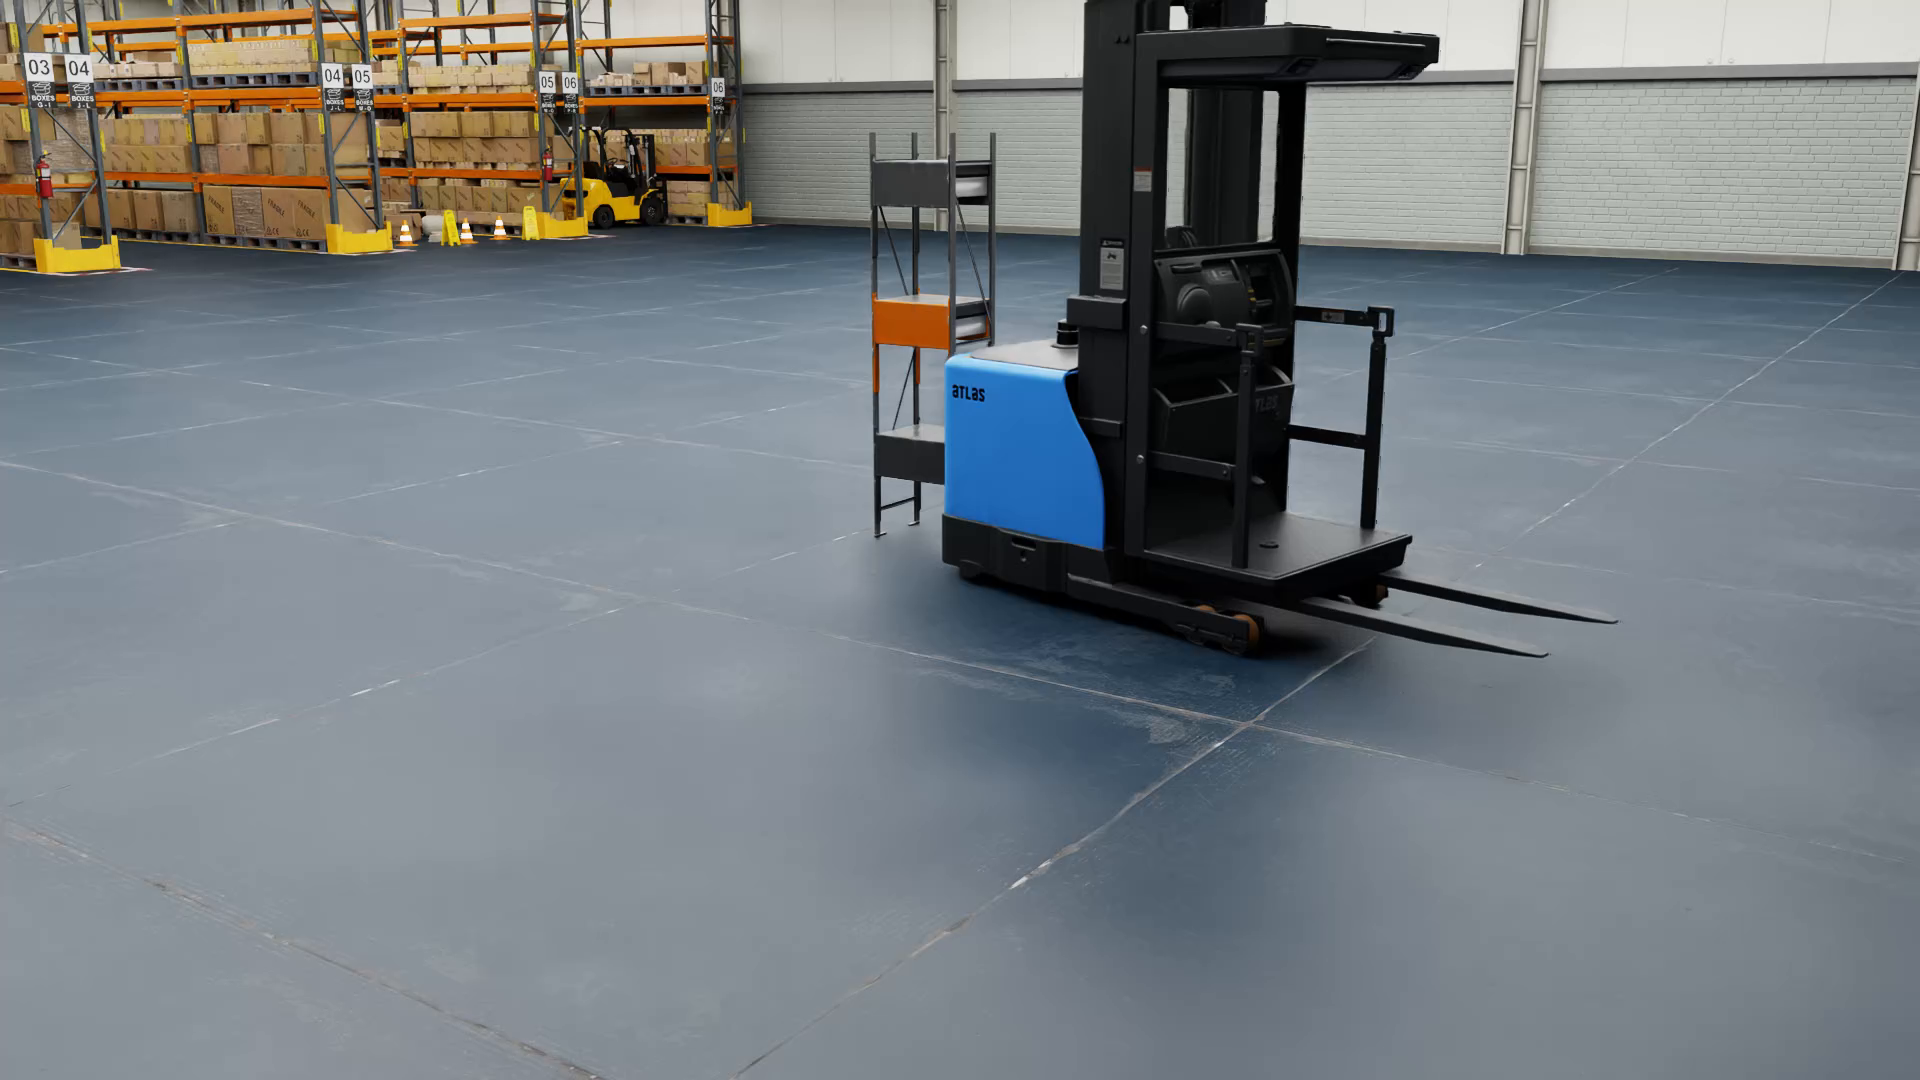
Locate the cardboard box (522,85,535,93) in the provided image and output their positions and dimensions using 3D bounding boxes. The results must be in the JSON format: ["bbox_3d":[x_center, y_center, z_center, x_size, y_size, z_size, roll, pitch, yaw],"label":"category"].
[{"bbox_3d":[-8.432,-8.911,32.860,0.250,0.149,0.380,9,17,33],"label":"cardboard box"}]

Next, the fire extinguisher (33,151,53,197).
[{"bbox_3d":[-13.673,-5.464,24.816,0.183,0.674,0.296,9,17,33],"label":"fire extinguisher"}]

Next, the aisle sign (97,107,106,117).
[{"bbox_3d":[-21.477,-10.945,41.383,0.004,0.787,0.394,9,17,33],"label":"aisle sign"}]

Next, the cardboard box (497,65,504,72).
[{"bbox_3d":[-9.021,-9.410,33.214,0.250,0.149,0.380,9,17,33],"label":"cardboard box"}]

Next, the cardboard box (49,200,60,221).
[{"bbox_3d":[-18.417,-6.754,34.194,0.500,0.500,0.500,10,17,35],"label":"cardboard box"}]

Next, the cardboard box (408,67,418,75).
[{"bbox_3d":[-11.219,-9.735,34.529,0.250,0.149,0.380,9,16,32],"label":"cardboard box"}]

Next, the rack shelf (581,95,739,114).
[{"bbox_3d":[-6.872,-9.950,38.031,4.000,0.370,1.077,9,17,33],"label":"rack shelf"}]

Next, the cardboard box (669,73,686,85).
[{"bbox_3d":[-6.280,-10.303,37.157,0.258,0.266,0.396,9,17,33],"label":"cardboard box"}]

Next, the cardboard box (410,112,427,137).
[{"bbox_3d":[-11.055,-8.698,34.808,0.500,0.500,0.700,9,17,32],"label":"cardboard box"}]

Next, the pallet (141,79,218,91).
[{"bbox_3d":[-14.766,-8.597,31.467,1.217,0.209,0.805,8,16,31],"label":"pallet"}]

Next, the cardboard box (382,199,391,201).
[{"bbox_3d":[-12.912,-7.308,36.698,0.625,0.372,0.950,10,17,35],"label":"cardboard box"}]

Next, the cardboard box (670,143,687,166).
[{"bbox_3d":[-6.193,-8.709,37.554,0.500,0.500,0.500,10,17,35],"label":"cardboard box"}]

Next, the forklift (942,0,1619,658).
[{"bbox_3d":[1.312,-1.088,7.118,3.031,2.935,1.130,13,19,43],"label":"forklift"}]

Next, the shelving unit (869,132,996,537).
[{"bbox_3d":[-0.137,-1.041,8.661,0.503,2.100,0.431,9,17,33],"label":"shelving unit"}]

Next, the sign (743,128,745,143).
[{"bbox_3d":[-4.898,-9.144,37.552,0.005,0.325,0.100,9,17,33],"label":"sign"}]

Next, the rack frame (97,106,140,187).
[{"bbox_3d":[-21.256,-9.731,41.890,0.127,3.000,1.000,9,17,33],"label":"rack frame"}]

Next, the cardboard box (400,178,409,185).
[{"bbox_3d":[-14.293,-9.301,43.131,0.250,0.149,0.380,9,16,32],"label":"cardboard box"}]

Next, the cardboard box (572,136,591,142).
[{"bbox_3d":[-8.939,-9.477,39.305,0.250,0.149,0.380,10,17,35],"label":"cardboard box"}]

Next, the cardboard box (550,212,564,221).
[{"bbox_3d":[-8.495,-6.618,34.162,0.500,0.250,0.500,9,17,32],"label":"cardboard box"}]

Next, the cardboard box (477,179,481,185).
[{"bbox_3d":[-12.109,-9.086,42.261,0.250,0.149,0.380,10,17,36],"label":"cardboard box"}]

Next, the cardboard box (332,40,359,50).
[{"bbox_3d":[-10.758,-8.666,29.129,0.250,0.149,0.380,9,17,33],"label":"cardboard box"}]

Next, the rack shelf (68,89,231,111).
[{"bbox_3d":[-15.637,-8.496,32.157,4.000,0.370,1.077,9,17,33],"label":"rack shelf"}]

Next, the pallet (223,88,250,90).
[{"bbox_3d":[-16.111,-10.247,38.128,1.213,0.211,1.003,10,17,35],"label":"pallet"}]

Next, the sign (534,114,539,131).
[{"bbox_3d":[-8.306,-8.193,32.609,0.005,0.325,0.100,9,17,33],"label":"sign"}]

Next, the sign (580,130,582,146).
[{"bbox_3d":[-7.677,-8.113,33.555,0.005,0.325,0.100,9,17,33],"label":"sign"}]

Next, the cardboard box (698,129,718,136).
[{"bbox_3d":[-5.627,-9.089,37.120,0.250,0.149,0.380,9,17,33],"label":"cardboard box"}]

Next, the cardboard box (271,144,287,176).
[{"bbox_3d":[-11.855,-6.868,30.011,0.550,0.550,0.875,9,17,33],"label":"cardboard box"}]

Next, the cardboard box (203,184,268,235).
[{"bbox_3d":[-13.495,-6.195,31.155,0.875,0.875,0.875,9,17,34],"label":"cardboard box"}]

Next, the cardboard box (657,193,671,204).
[{"bbox_3d":[-6.641,-7.824,37.997,0.500,0.250,0.500,9,16,32],"label":"cardboard box"}]

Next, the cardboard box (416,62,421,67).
[{"bbox_3d":[-11.979,-10.174,35.837,0.500,0.250,0.500,9,16,32],"label":"cardboard box"}]

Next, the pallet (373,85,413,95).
[{"bbox_3d":[-11.751,-9.590,35.471,1.003,0.211,1.213,9,17,33],"label":"pallet"}]

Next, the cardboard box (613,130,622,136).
[{"bbox_3d":[-7.792,-9.413,38.429,0.250,0.149,0.380,10,17,34],"label":"cardboard box"}]

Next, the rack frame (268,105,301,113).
[{"bbox_3d":[-18.489,-10.721,45.890,0.127,3.000,1.000,9,17,33],"label":"rack frame"}]

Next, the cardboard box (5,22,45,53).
[{"bbox_3d":[-14.591,-7.754,25.793,0.500,0.500,0.500,9,17,33],"label":"cardboard box"}]

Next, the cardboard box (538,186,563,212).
[{"bbox_3d":[-8.515,-6.985,34.084,0.500,0.500,0.500,9,16,31],"label":"cardboard box"}]

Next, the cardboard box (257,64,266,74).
[{"bbox_3d":[-12.177,-8.319,29.383,0.250,0.149,0.380,9,17,33],"label":"cardboard box"}]

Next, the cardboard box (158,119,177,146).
[{"bbox_3d":[-14.821,-7.789,31.756,0.500,0.500,0.700,9,16,32],"label":"cardboard box"}]

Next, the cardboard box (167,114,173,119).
[{"bbox_3d":[-18.730,-10.113,39.796,0.250,0.149,0.380,9,17,33],"label":"cardboard box"}]

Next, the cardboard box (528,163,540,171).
[{"bbox_3d":[-8.409,-7.471,33.282,0.250,0.149,0.380,10,17,35],"label":"cardboard box"}]

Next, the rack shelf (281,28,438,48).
[{"bbox_3d":[-12.958,-10.758,35.886,4.000,0.370,1.077,9,17,33],"label":"rack shelf"}]

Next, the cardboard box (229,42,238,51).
[{"bbox_3d":[-12.808,-8.807,29.699,0.250,0.149,0.380,9,17,33],"label":"cardboard box"}]

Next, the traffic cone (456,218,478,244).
[{"bbox_3d":[-9.394,-5.887,31.642,0.334,0.463,0.336,9,17,33],"label":"traffic cone"}]

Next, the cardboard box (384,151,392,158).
[{"bbox_3d":[-12.089,-8.256,35.582,0.250,0.149,0.380,9,16,31],"label":"cardboard box"}]

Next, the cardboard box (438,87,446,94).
[{"bbox_3d":[-10.538,-9.266,34.292,0.250,0.149,0.380,10,17,34],"label":"cardboard box"}]

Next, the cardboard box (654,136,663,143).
[{"bbox_3d":[-6.735,-9.096,37.769,0.250,0.149,0.380,9,17,33],"label":"cardboard box"}]

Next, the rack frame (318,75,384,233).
[{"bbox_3d":[-10.658,-6.585,29.180,0.127,3.000,1.000,9,17,33],"label":"rack frame"}]

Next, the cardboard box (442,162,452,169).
[{"bbox_3d":[-10.555,-7.800,34.614,0.250,0.149,0.380,10,17,35],"label":"cardboard box"}]

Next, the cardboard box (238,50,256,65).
[{"bbox_3d":[-12.469,-8.577,29.597,0.500,0.250,0.500,9,17,33],"label":"cardboard box"}]

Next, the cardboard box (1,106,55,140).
[{"bbox_3d":[-14.105,-6.312,25.171,0.500,0.500,0.500,9,17,33],"label":"cardboard box"}]

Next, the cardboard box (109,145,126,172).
[{"bbox_3d":[-16.233,-7.457,32.495,0.500,0.500,0.500,9,17,33],"label":"cardboard box"}]

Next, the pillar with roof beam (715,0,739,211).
[{"bbox_3d":[-7.690,-10.902,34.137,0.400,9.000,9.100,9,17,33],"label":"pillar with roof beam"}]
